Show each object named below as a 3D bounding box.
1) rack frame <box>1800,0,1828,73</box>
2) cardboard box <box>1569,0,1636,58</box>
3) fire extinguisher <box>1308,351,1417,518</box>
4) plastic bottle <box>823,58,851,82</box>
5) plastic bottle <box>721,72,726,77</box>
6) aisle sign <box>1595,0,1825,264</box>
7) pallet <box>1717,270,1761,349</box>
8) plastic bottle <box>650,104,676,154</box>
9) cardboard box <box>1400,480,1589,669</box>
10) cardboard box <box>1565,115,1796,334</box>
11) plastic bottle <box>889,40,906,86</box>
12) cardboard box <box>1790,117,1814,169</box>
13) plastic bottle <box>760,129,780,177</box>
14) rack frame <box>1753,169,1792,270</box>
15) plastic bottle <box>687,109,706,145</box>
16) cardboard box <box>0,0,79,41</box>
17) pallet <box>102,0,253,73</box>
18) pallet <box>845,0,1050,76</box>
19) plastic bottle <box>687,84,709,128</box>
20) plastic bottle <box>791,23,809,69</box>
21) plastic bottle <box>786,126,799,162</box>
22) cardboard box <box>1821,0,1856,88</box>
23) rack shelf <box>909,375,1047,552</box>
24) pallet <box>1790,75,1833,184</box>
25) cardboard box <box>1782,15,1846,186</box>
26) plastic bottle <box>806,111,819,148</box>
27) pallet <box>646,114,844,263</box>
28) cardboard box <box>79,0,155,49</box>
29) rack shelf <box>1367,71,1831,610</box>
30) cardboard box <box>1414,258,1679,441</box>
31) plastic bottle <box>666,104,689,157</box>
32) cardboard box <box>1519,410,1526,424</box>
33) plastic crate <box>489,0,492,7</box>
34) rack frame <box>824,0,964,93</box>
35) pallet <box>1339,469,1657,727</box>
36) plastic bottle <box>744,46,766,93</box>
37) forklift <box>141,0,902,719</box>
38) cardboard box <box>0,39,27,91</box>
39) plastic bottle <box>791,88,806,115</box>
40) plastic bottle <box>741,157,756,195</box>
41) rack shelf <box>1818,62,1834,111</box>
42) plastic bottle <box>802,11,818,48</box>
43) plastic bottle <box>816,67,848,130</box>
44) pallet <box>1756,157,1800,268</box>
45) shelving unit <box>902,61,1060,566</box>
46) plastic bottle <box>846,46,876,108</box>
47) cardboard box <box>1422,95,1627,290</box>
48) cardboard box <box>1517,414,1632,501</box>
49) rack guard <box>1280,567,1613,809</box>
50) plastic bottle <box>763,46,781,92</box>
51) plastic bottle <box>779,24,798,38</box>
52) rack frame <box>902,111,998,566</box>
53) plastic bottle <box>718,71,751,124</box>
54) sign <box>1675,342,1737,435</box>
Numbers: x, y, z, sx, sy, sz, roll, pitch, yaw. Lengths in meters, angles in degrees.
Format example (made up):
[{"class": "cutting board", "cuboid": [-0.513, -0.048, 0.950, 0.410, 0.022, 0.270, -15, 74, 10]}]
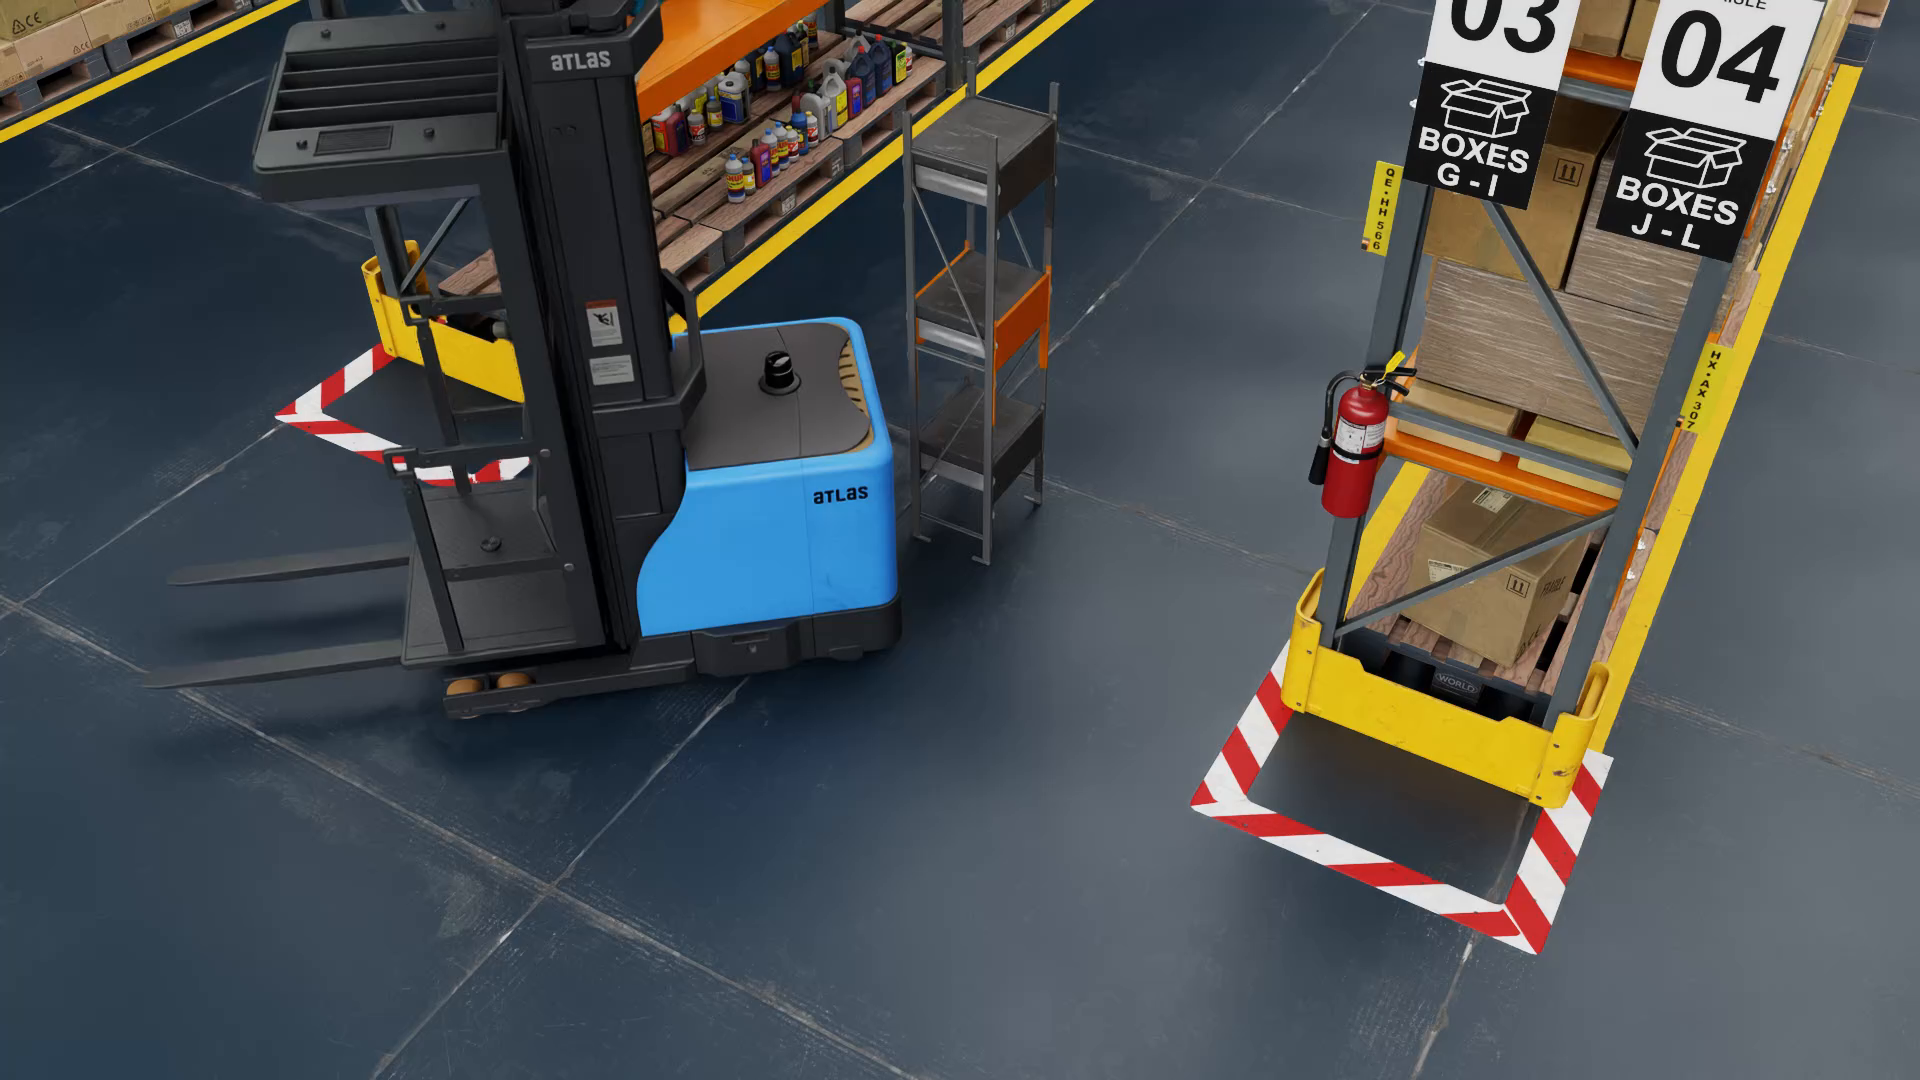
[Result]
[{"class": "rack frame", "cuboid": [1.846, -2.576, 3.681, 1.000, 3.000, 0.127, 21, 45, 22]}, {"class": "cardboard box", "cuboid": [1.867, -1.753, 5.131, 0.500, 0.250, 0.500, 22, 46, 23]}, {"class": "fire extinguisher", "cuboid": [1.390, -0.382, 5.788, 0.296, 0.674, 0.183, 21, 45, 22]}, {"class": "plastic bottle", "cuboid": [-0.750, -2.855, 10.266, 0.152, 0.276, 0.135, 21, 45, 22]}, {"class": "plastic bottle", "cuboid": [-1.460, -2.779, 10.236, 0.097, 0.201, 0.097, 0, 41, 0]}, {"class": "aisle sign", "cuboid": [2.075, -1.165, 4.652, 0.394, 0.787, 0.004, 21, 45, 22]}, {"class": "pallet", "cuboid": [3.542, -1.170, 8.735, 1.003, 0.211, 1.213, 21, 45, 22]}, {"class": "plastic bottle", "cuboid": [-1.753, -2.436, 9.790, 0.152, 0.276, 0.135, 21, 46, 22]}, {"class": "cardboard box", "cuboid": [2.173, 0.105, 6.751, 0.500, 0.500, 0.500, 30, 49, 29]}, {"class": "cardboard box", "cuboid": [2.357, -1.073, 5.457, 0.500, 0.500, 0.500, 21, 45, 22]}, {"class": "plastic bottle", "cuboid": [-0.396, -3.012, 10.439, 0.061, 0.283, 0.133, 23, 46, 24]}, {"class": "cardboard box", "cuboid": [3.656, -1.855, 7.593, 0.380, 0.149, 0.250, 21, 45, 22]}, {"class": "plastic bottle", "cuboid": [-1.093, -2.234, 9.564, 0.097, 0.271, 0.097, 0, 41, 0]}, {"class": "rack frame", "cuboid": [3.848, -2.613, 8.263, 1.000, 3.000, 0.127, 21, 45, 22]}, {"class": "plastic bottle", "cuboid": [-1.566, -2.457, 9.870, 0.097, 0.201, 0.097, 0, 41, 0]}, {"class": "cardboard box", "cuboid": [-6.019, -3.530, 10.499, 0.500, 0.500, 0.500, 21, 45, 22]}, {"class": "pallet", "cuboid": [-5.771, -3.703, 11.610, 1.003, 0.211, 1.213, 21, 45, 22]}, {"class": "pallet", "cuboid": [-0.081, -3.667, 11.569, 1.003, 0.211, 1.213, 21, 45, 22]}, {"class": "plastic bottle", "cuboid": [-1.604, -2.640, 9.965, 0.144, 0.351, 0.185, 23, 46, 24]}, {"class": "plastic bottle", "cuboid": [-1.025, -3.130, 10.573, 0.061, 0.283, 0.133, 21, 45, 22]}, {"class": "plastic bottle", "cuboid": [-0.994, -2.321, 9.716, 0.097, 0.201, 0.097, 0, 41, 0]}, {"class": "cardboard box", "cuboid": [3.361, -2.216, 6.755, 0.500, 0.500, 0.500, 21, 45, 22]}, {"class": "rack shelf", "cuboid": [0.083, -0.347, 7.451, 0.431, 0.518, 0.480, 21, 45, 22]}, {"class": "pallet", "cuboid": [4.846, -2.713, 10.487, 1.003, 0.211, 1.213, 21, 45, 22]}, {"class": "cardboard box", "cuboid": [2.863, -1.643, 6.105, 0.500, 0.500, 0.500, 21, 45, 22]}, {"class": "plastic bottle", "cuboid": [-0.891, -2.439, 9.850, 0.097, 0.201, 0.097, 0, 41, 0]}, {"class": "pallet", "cuboid": [-1.422, -2.133, 9.828, 1.003, 0.211, 1.213, 21, 45, 22]}, {"class": "cardboard box", "cuboid": [-5.770, -3.535, 11.072, 0.500, 0.250, 0.500, 21, 45, 22]}, {"class": "rack shelf", "cuboid": [2.847, -1.199, 7.201, 1.077, 0.370, 4.000, 21, 45, 22]}, {"class": "cardboard box", "cuboid": [2.145, -0.779, 5.880, 0.875, 0.500, 0.500, 21, 45, 22]}, {"class": "plastic bottle", "cuboid": [-1.660, -2.404, 9.748, 0.061, 0.283, 0.133, 21, 45, 22]}, {"class": "cardboard box", "cuboid": [1.936, -0.604, 6.172, 0.380, 0.149, 0.250, 21, 45, 22]}, {"class": "plastic crate", "cuboid": [-2.121, -2.661, 8.430, 0.499, 0.251, 0.408, 21, 45, 22]}, {"class": "rack frame", "cuboid": [-0.440, -4.251, 10.123, 1.000, 3.000, 0.127, 21, 45, 22]}, {"class": "pallet", "cuboid": [2.321, 0.226, 7.149, 1.003, 0.211, 1.213, 21, 45, 22]}, {"class": "plastic bottle", "cuboid": [-1.298, -2.989, 10.362, 0.144, 0.351, 0.185, 19, 45, 20]}, {"class": "forklift", "cuboid": [-1.812, -0.757, 6.207, 3.031, 2.935, 1.130, -7, 42, -8]}, {"class": "cardboard box", "cuboid": [-6.268, -2.961, 10.421, 0.500, 0.250, 0.500, 21, 45, 22]}, {"class": "plastic bottle", "cuboid": [-0.948, -2.581, 9.950, 0.061, 0.283, 0.133, 21, 45, 22]}, {"class": "plastic bottle", "cuboid": [-1.213, -2.071, 9.432, 0.097, 0.201, 0.097, 0, 41, 0]}, {"class": "rack shelf", "cuboid": [4.849, -3.487, 9.800, 1.077, 0.370, 4.000, 21, 45, 22]}, {"class": "plastic bottle", "cuboid": [-0.979, -3.355, 10.837, 0.097, 0.271, 0.097, 0, 41, 0]}, {"class": "plastic bottle", "cuboid": [-0.771, -2.663, 9.992, 0.144, 0.351, 0.185, 21, 45, 22]}, {"class": "pallet", "cuboid": [4.236, -2.012, 9.691, 1.003, 0.211, 1.213, 21, 45, 22]}, {"class": "shelving unit", "cuboid": [0.083, -0.883, 6.979, 0.431, 2.100, 0.503, 21, 45, 22]}, {"class": "plastic bottle", "cuboid": [-0.609, -2.848, 10.202, 0.144, 0.351, 0.185, 19, 45, 20]}, {"class": "cardboard box", "cuboid": [1.907, -1.245, 5.652, 0.500, 0.500, 0.500, 21, 45, 22]}, {"class": "cardboard box", "cuboid": [2.195, -0.314, 5.843, 0.380, 0.149, 0.250, 21, 45, 22]}, {"class": "rack guard", "cuboid": [1.884, 0.571, 6.539, 1.175, 0.500, 0.348, 21, 45, 22]}, {"class": "plastic bottle", "cuboid": [-1.172, -2.945, 10.371, 0.097, 0.271, 0.097, 0, 41, 0]}, {"class": "plastic bottle", "cuboid": [-1.117, -3.162, 10.615, 0.152, 0.276, 0.135, 23, 46, 24]}, {"class": "rack frame", "cuboid": [-0.039, -0.743, 6.821, 0.400, 2.100, 0.015, 21, 45, 22]}, {"class": "plastic bottle", "cuboid": [-1.370, -2.683, 10.071, 0.152, 0.276, 0.135, 21, 45, 22]}, {"class": "sign", "cuboid": [2.316, -0.470, 5.174, 0.100, 0.325, 0.005, 21, 45, 22]}]
